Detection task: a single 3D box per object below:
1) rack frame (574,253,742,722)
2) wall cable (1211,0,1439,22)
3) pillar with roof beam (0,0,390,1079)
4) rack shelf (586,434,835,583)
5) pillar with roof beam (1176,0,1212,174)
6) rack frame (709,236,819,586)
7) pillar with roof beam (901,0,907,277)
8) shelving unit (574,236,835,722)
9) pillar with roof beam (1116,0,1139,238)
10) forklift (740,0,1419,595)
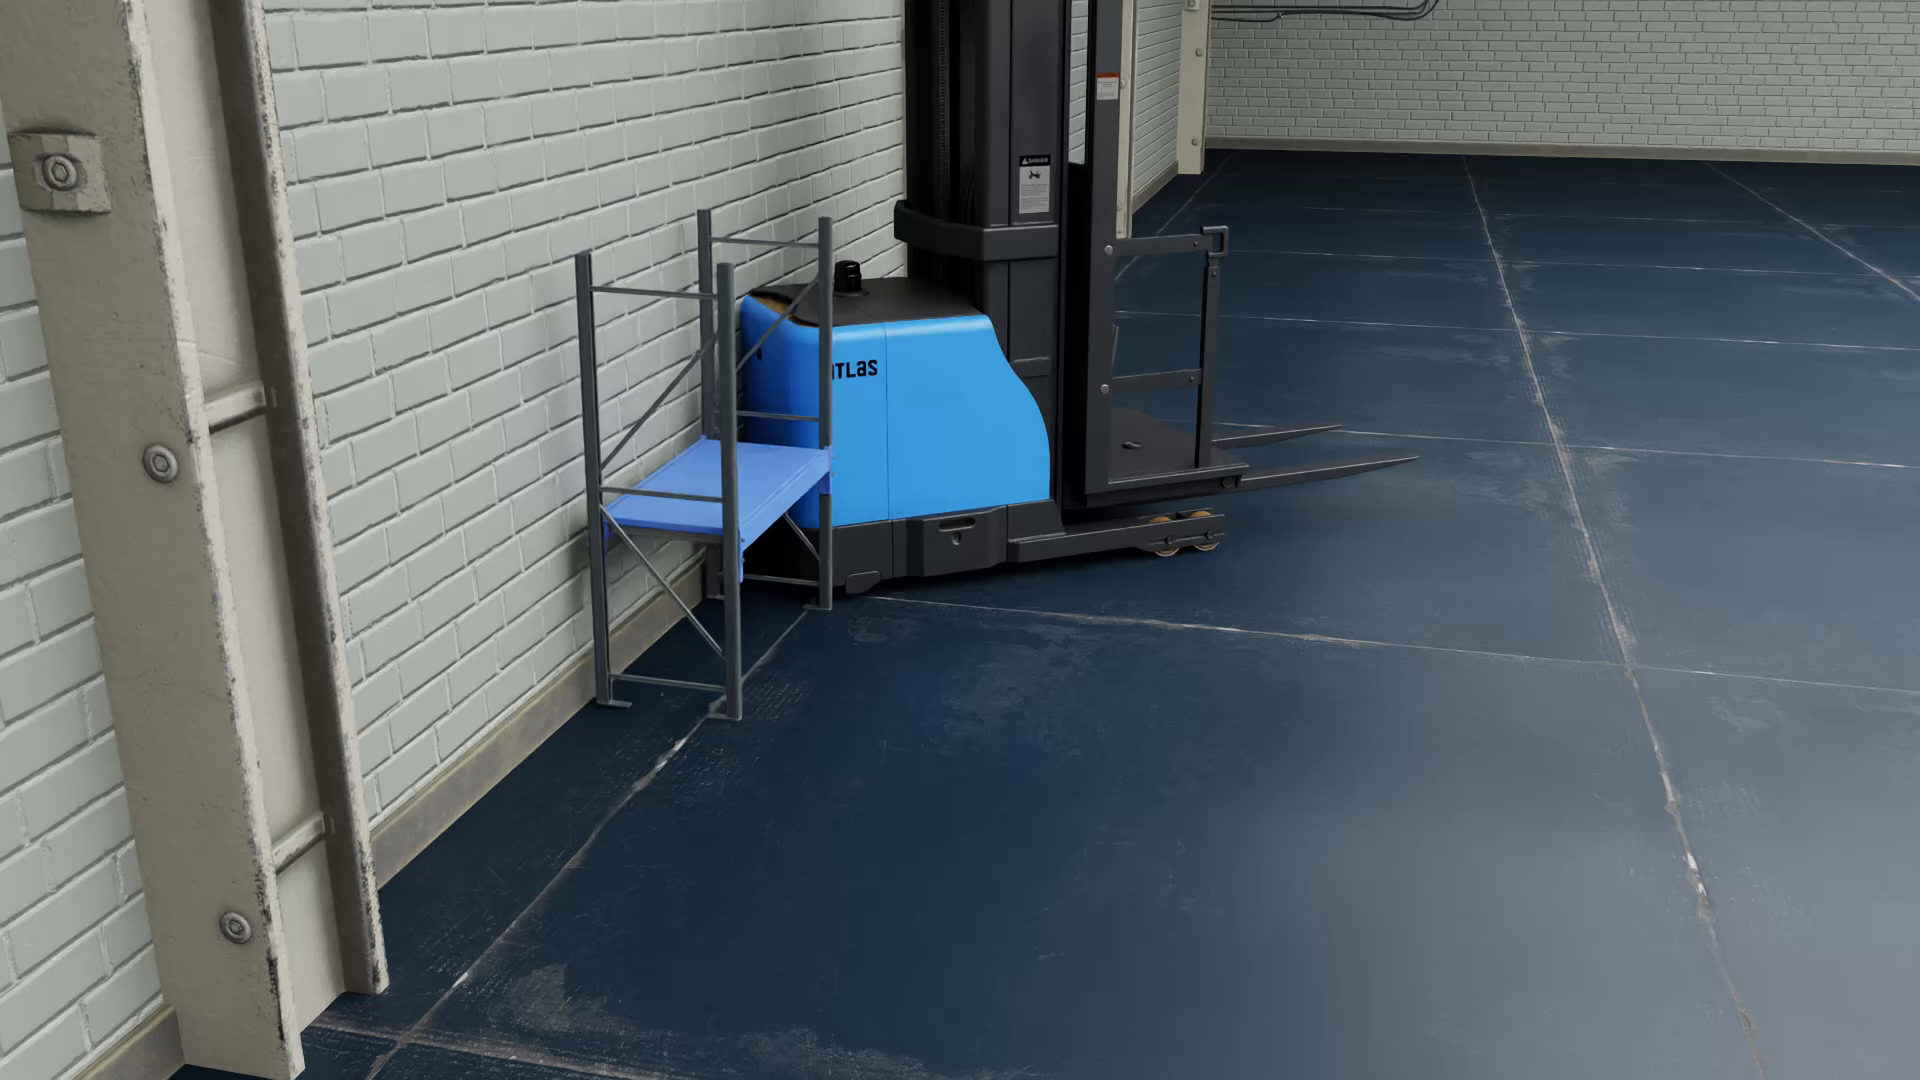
[{"bbox_3d":[-0.943,-0.140,5.258,0.500,1.500,0.032,6,20,12],"label":"rack frame"},{"bbox_3d":[4.819,-8.125,21.859,3.097,2.526,0.112,5,19,13],"label":"wall cable"},{"bbox_3d":[2.594,-2.794,1.446,9.100,9.000,0.400,5,19,13],"label":"pillar with roof beam"},{"bbox_3d":[-0.836,-0.131,5.786,0.538,0.185,1.000,6,20,12],"label":"rack shelf"},{"bbox_3d":[6.992,-8.436,17.964,9.100,9.000,0.400,5,19,13],"label":"pillar with roof beam"},{"bbox_3d":[-0.721,-0.461,6.197,0.475,1.308,0.013,6,20,12],"label":"rack frame"},{"bbox_3d":[4.060,-4.675,6.952,9.100,9.000,0.400,5,19,13],"label":"pillar with roof beam"},{"bbox_3d":[-0.832,-0.299,5.723,0.538,1.500,1.039,6,20,12],"label":"shelving unit"},{"bbox_3d":[5.526,-6.555,12.458,9.100,9.000,0.400,5,19,13],"label":"pillar with roof beam"},{"bbox_3d":[0.581,-1.466,6.944,3.031,2.935,1.130,-8,20,-21],"label":"forklift"}]
